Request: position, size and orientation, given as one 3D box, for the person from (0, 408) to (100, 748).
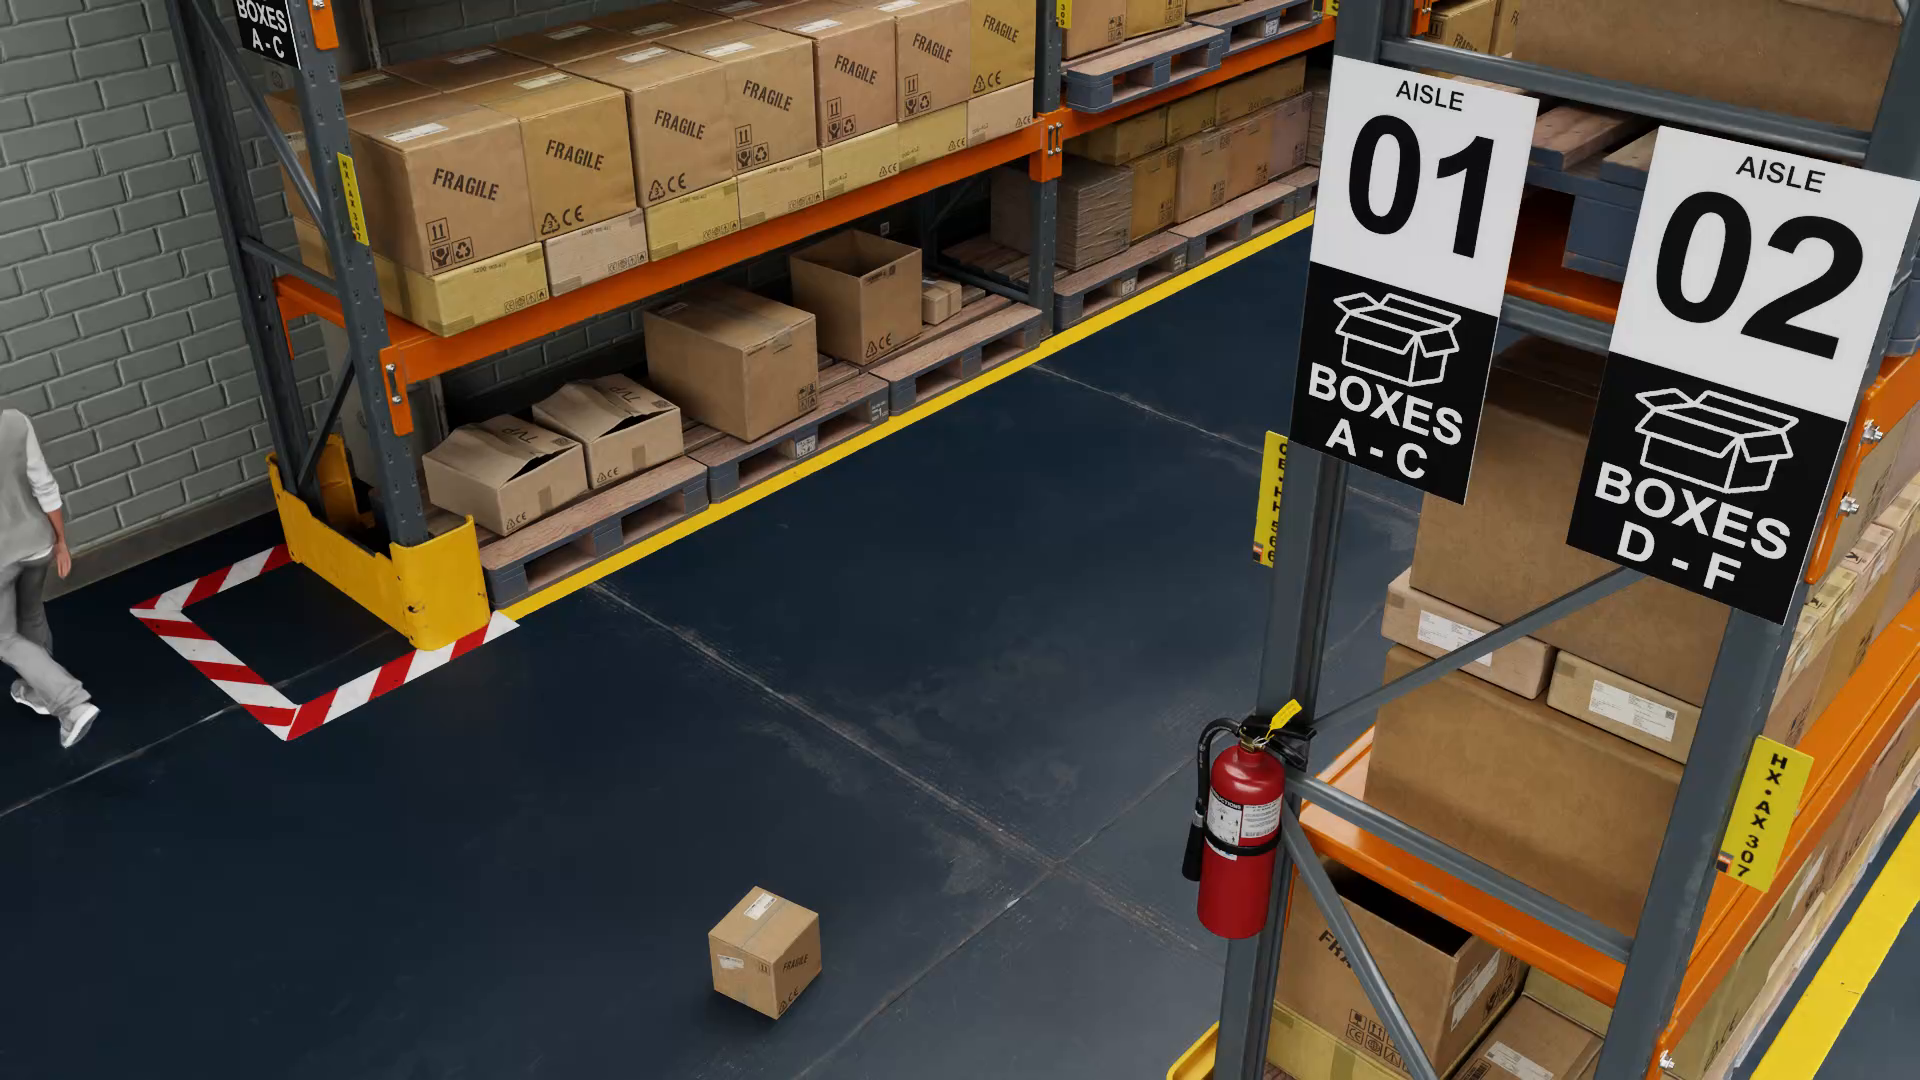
[{"bbox_3d":[-3.453,0.059,6.042,0.770,1.556,0.446,21,37,30],"label":"person"}]
